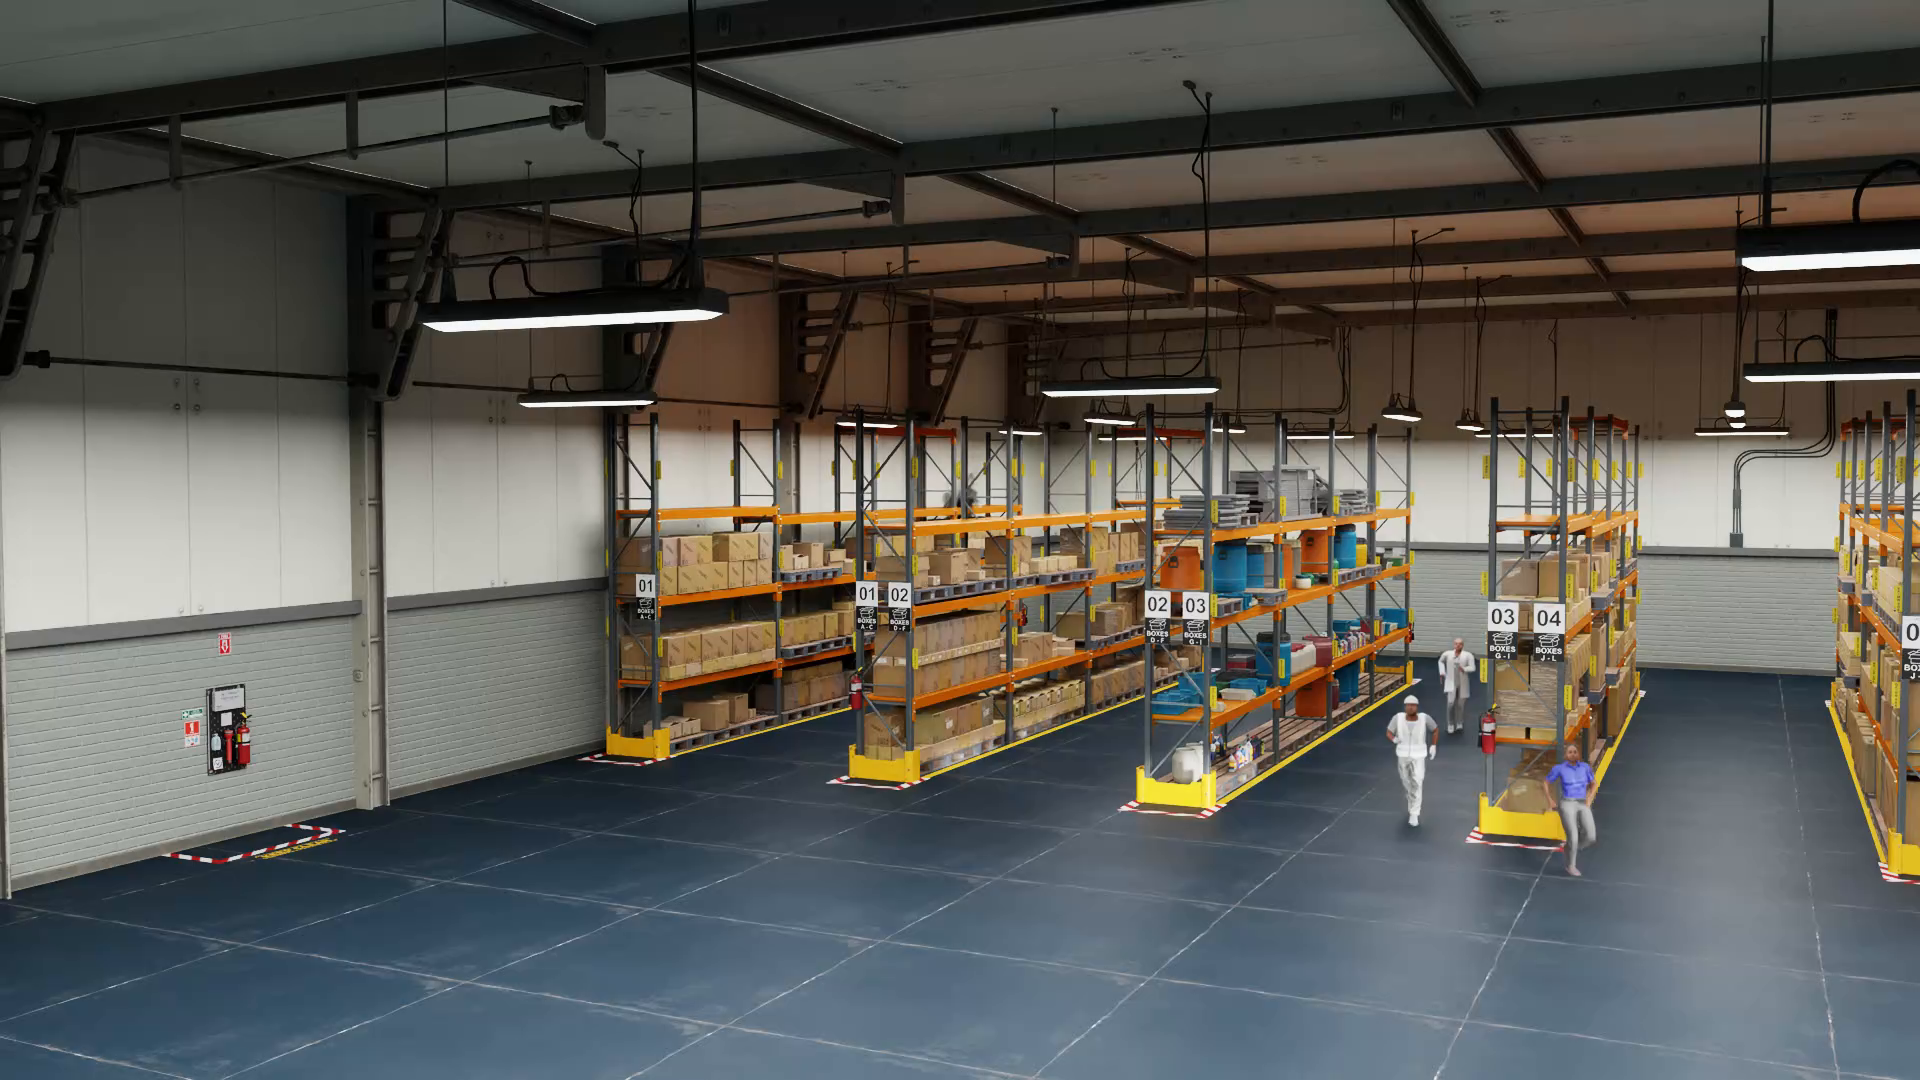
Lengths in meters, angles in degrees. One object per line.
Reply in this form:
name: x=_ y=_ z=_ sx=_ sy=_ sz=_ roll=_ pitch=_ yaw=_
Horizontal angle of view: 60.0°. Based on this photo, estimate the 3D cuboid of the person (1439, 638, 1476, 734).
person: x=9.476 y=2.788 z=31.714 sx=0.673 sy=1.836 sz=0.814 roll=1 pitch=2 yaw=15

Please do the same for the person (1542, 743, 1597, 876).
person: x=7.606 y=3.349 z=20.620 sx=0.688 sy=1.624 sz=0.470 roll=0 pitch=2 yaw=-10

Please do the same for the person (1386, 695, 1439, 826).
person: x=6.462 y=3.110 z=23.808 sx=0.713 sy=1.795 sz=0.954 roll=1 pitch=3 yaw=24
